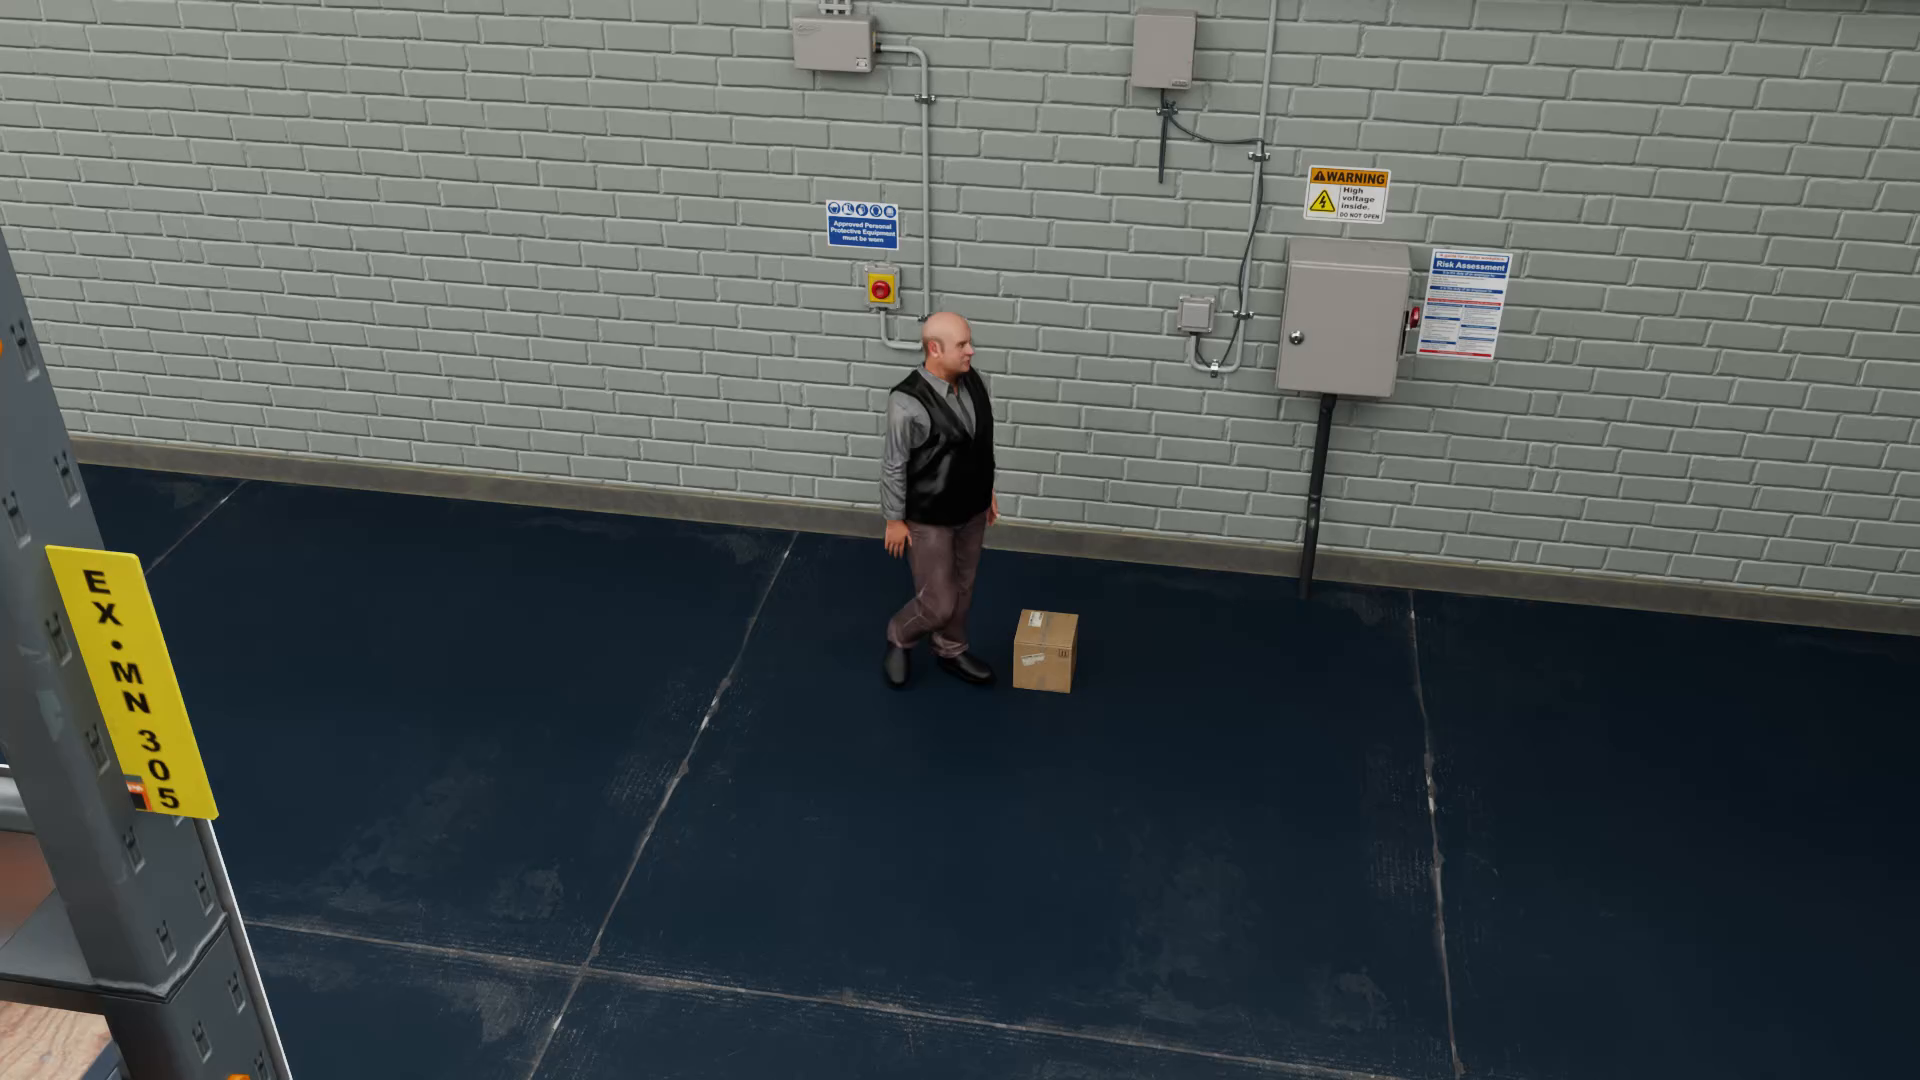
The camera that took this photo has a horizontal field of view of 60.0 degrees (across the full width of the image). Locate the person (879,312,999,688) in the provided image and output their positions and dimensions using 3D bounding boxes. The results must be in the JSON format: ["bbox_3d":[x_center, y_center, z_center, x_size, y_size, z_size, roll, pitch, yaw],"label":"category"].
[{"bbox_3d":[-0.101,-0.136,6.855,0.458,1.722,0.569,25,40,34],"label":"person"}]
